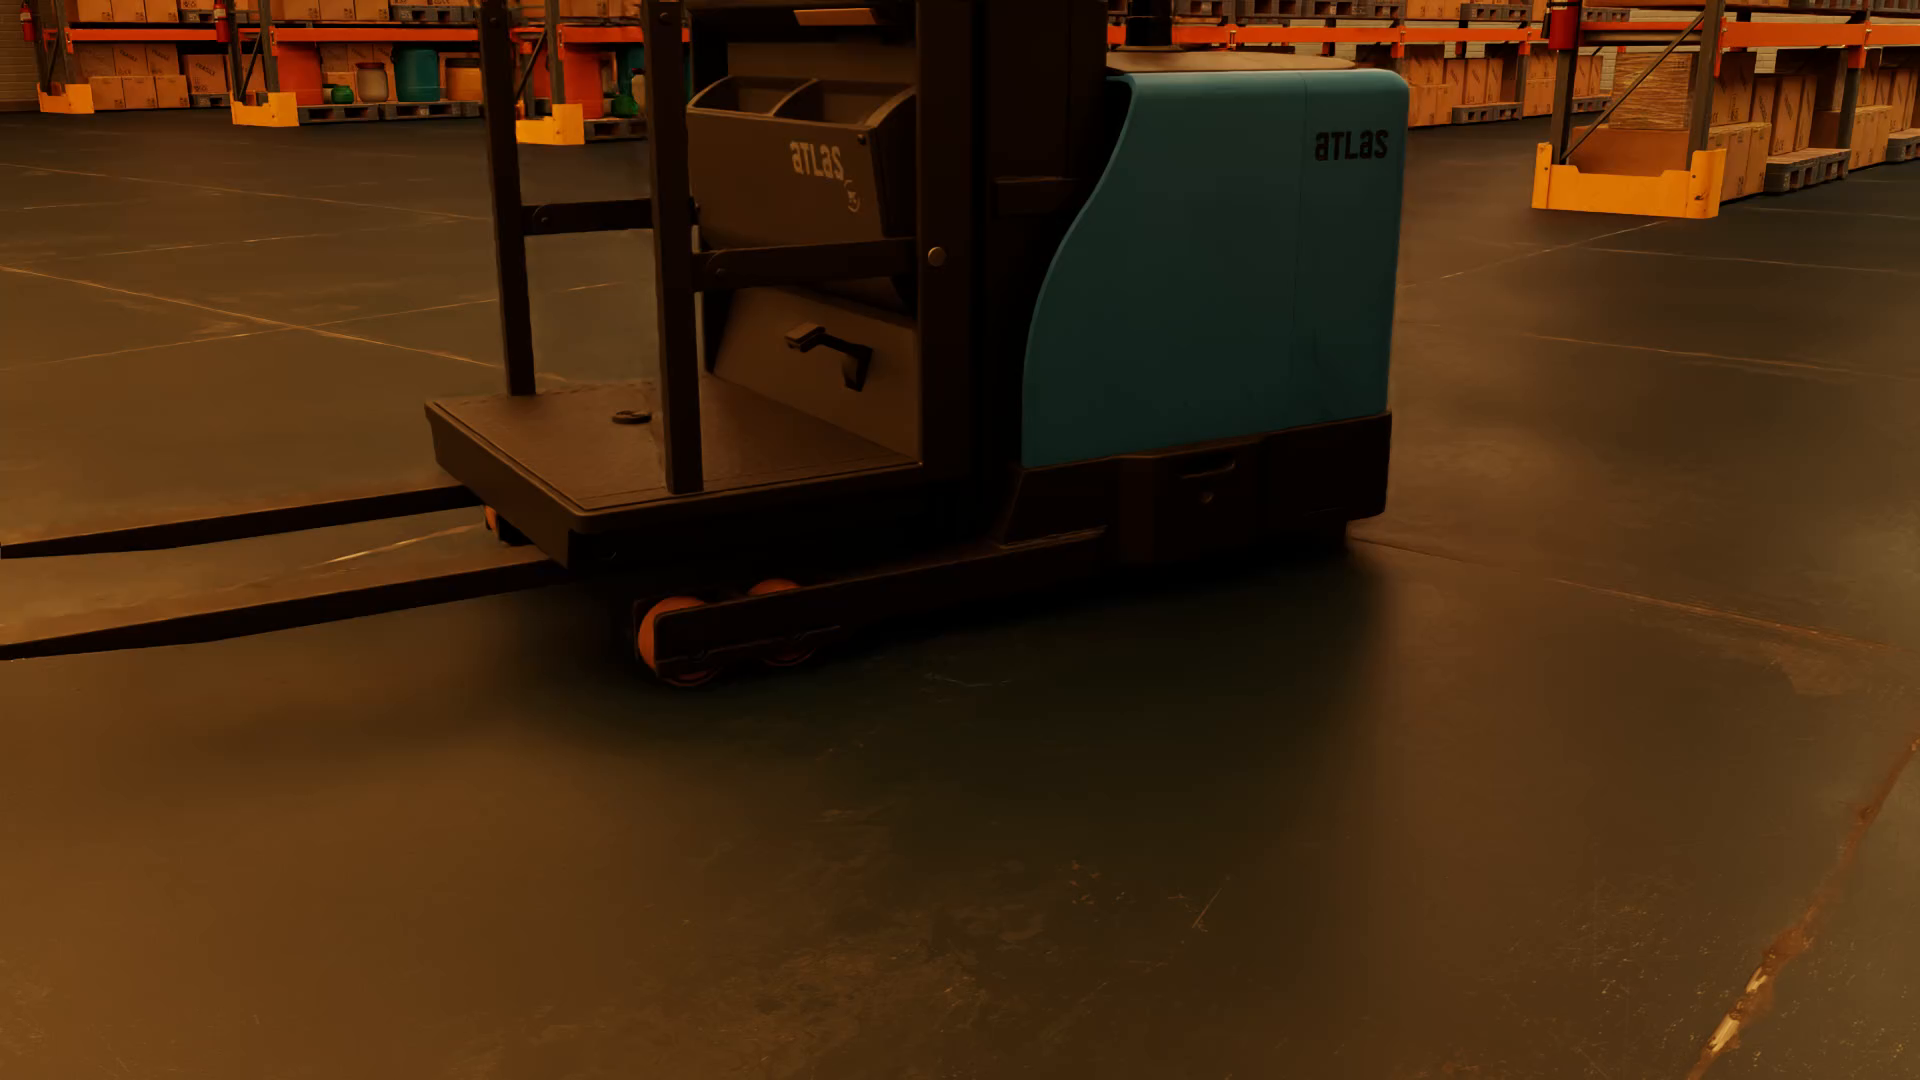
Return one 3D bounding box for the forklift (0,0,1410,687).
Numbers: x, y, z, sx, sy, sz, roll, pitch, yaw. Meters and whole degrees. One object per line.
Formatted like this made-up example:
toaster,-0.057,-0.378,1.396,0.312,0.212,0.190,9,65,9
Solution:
forklift,-0.521,-1.307,3.202,3.031,2.935,1.130,-10,19,-29
